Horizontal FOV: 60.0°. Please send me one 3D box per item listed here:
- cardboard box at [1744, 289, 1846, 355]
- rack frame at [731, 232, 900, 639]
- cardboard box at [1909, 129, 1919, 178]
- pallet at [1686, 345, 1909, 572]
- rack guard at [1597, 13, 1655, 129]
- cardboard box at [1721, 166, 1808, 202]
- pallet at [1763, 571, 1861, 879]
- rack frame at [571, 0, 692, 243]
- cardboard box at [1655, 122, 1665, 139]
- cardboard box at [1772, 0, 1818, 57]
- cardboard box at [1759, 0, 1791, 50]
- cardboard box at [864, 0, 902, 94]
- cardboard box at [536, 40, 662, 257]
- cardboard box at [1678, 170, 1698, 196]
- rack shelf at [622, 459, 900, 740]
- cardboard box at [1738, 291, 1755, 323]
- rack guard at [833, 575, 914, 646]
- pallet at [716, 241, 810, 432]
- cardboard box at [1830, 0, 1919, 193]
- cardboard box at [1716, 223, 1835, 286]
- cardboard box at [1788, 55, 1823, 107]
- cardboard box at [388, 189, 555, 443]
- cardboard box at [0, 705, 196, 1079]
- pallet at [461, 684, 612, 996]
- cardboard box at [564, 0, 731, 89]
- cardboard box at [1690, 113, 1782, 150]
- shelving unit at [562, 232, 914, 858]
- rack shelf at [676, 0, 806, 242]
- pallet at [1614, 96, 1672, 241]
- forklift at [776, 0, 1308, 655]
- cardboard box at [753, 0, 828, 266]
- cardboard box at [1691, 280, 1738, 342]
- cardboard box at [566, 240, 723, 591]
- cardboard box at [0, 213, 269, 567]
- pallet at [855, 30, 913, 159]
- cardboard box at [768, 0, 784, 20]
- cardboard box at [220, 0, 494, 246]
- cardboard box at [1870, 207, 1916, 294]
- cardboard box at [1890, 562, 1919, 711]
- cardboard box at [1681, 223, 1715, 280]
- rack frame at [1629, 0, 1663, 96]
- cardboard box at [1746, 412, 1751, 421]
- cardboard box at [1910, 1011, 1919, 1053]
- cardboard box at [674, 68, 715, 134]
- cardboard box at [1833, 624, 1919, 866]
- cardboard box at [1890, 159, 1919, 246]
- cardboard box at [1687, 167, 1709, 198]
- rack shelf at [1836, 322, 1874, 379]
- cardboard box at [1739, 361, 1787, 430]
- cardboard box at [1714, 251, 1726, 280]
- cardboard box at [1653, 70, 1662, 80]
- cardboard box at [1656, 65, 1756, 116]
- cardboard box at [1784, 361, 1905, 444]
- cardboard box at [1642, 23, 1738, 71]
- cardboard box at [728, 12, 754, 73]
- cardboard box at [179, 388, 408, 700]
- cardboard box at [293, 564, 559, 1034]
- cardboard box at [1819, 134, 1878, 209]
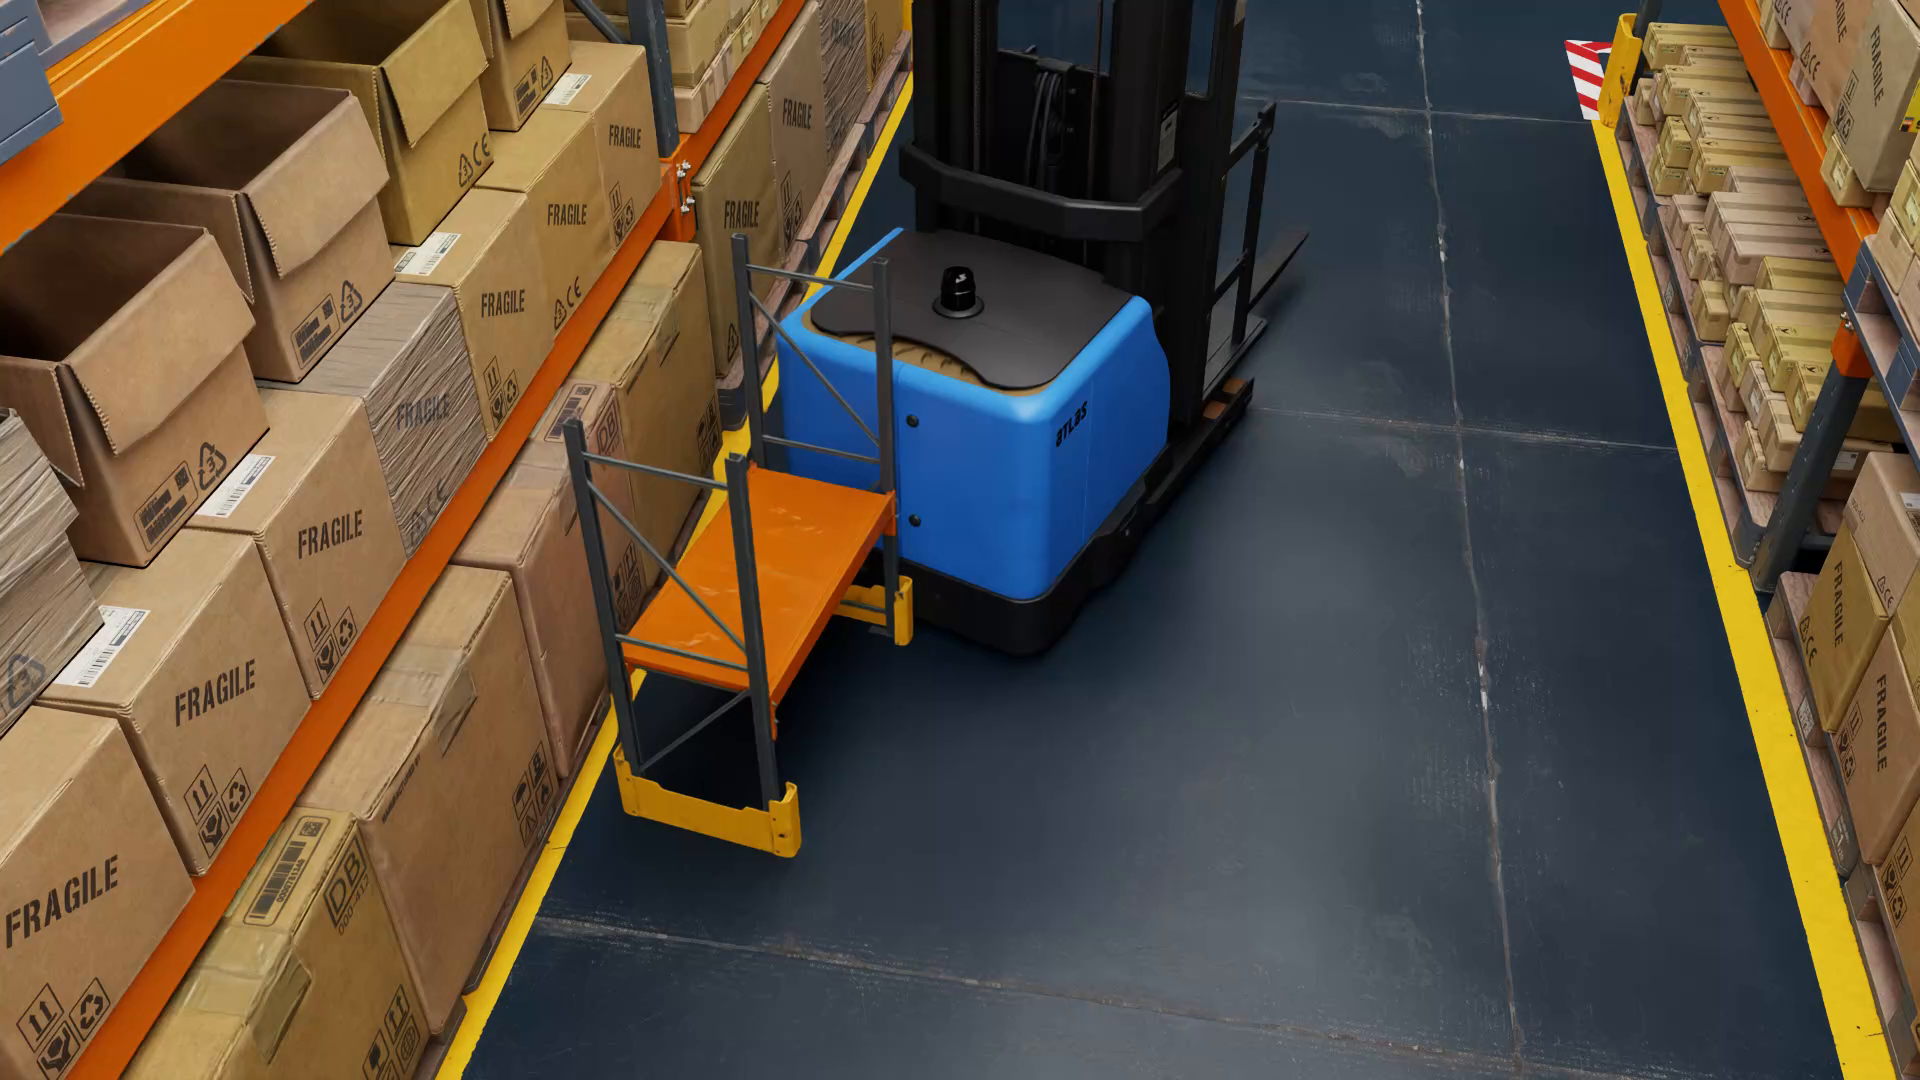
[{"bbox_3d":[3.224,-0.813,6.321,0.380,0.149,0.250,6,40,7],"label":"cardboard box"},{"bbox_3d":[-0.449,-0.290,5.424,0.500,1.500,0.032,12,41,14],"label":"rack frame"},{"bbox_3d":[2.856,-1.045,4.561,0.380,0.149,0.250,8,40,10],"label":"cardboard box"},{"bbox_3d":[3.459,-0.298,6.445,1.003,0.211,1.213,6,40,8],"label":"pallet"},{"bbox_3d":[4.056,-2.447,8.817,1.175,0.500,0.348,6,40,8],"label":"rack guard"},{"bbox_3d":[3.487,-1.462,7.105,0.380,0.149,0.250,6,40,8],"label":"cardboard box"},{"bbox_3d":[3.244,0.616,5.339,1.003,0.211,1.213,6,40,8],"label":"pallet"},{"bbox_3d":[-1.490,-1.558,5.780,1.000,3.000,0.127,6,40,8],"label":"rack frame"},{"bbox_3d":[3.699,-2.054,8.288,0.380,0.149,0.250,6,40,7],"label":"cardboard box"},{"bbox_3d":[3.361,-2.073,6.091,0.500,0.500,0.500,6,40,7],"label":"cardboard box"},{"bbox_3d":[3.396,-2.045,6.566,0.380,0.149,0.250,7,40,9],"label":"cardboard box"},{"bbox_3d":[-0.830,-3.000,8.863,0.875,0.875,0.875,6,40,8],"label":"cardboard box"},{"bbox_3d":[-1.302,-1.273,5.357,0.500,0.500,0.500,7,40,8],"label":"cardboard box"},{"bbox_3d":[3.560,-1.578,7.713,0.380,0.149,0.250,6,40,8],"label":"cardboard box"},{"bbox_3d":[-0.614,0.155,5.168,0.538,0.185,1.000,12,41,14],"label":"rack shelf"},{"bbox_3d":[3.322,-0.846,6.593,0.380,0.149,0.250,7,40,8],"label":"cardboard box"},{"bbox_3d":[-0.449,0.192,5.821,0.587,0.250,0.087,12,41,14],"label":"rack guard"},{"bbox_3d":[-1.282,-0.952,7.235,1.003,0.211,1.213,6,40,8],"label":"pallet"},{"bbox_3d":[3.183,-1.435,5.320,0.500,0.500,0.500,6,40,8],"label":"cardboard box"},{"bbox_3d":[3.301,-1.148,6.725,0.380,0.149,0.250,5,40,6],"label":"cardboard box"},{"bbox_3d":[3.325,-1.723,6.177,0.380,0.149,0.250,5,40,6],"label":"cardboard box"},{"bbox_3d":[-1.478,-0.634,4.584,0.500,0.500,0.500,6,40,7],"label":"cardboard box"},{"bbox_3d":[-1.830,0.639,3.044,0.500,0.500,0.500,8,40,9],"label":"cardboard box"},{"bbox_3d":[-1.758,0.778,5.144,1.003,0.211,1.213,6,40,8],"label":"pallet"},{"bbox_3d":[-1.151,-1.880,6.055,0.500,0.250,0.500,6,40,7],"label":"cardboard box"},{"bbox_3d":[3.527,-1.791,7.503,0.380,0.149,0.250,8,40,9],"label":"cardboard box"},{"bbox_3d":[-0.611,0.011,5.060,0.587,1.500,1.083,12,41,14],"label":"shelving unit"},{"bbox_3d":[-1.144,-2.536,7.527,1.077,0.370,4.000,6,40,8],"label":"rack shelf"},{"bbox_3d":[3.881,-1.829,8.297,1.003,0.211,1.213,6,40,8],"label":"pallet"},{"bbox_3d":[0.552,-1.659,5.957,1.130,2.935,3.031,20,44,23],"label":"forklift"},{"bbox_3d":[-1.141,-1.871,7.497,0.875,0.875,0.875,6,40,8],"label":"cardboard box"},{"bbox_3d":[3.289,-0.944,6.945,0.380,0.149,0.250,6,40,8],"label":"cardboard box"},{"bbox_3d":[-1.581,-0.497,5.835,1.225,0.875,0.875,7,40,8],"label":"cardboard box"},{"bbox_3d":[-1.924,-0.338,3.439,0.797,0.503,0.637,7,40,9],"label":"cardboard box"},{"bbox_3d":[-0.859,-2.483,9.087,1.003,0.211,1.213,6,40,8],"label":"pallet"},{"bbox_3d":[-0.933,-2.266,6.834,0.380,0.149,0.250,6,40,7],"label":"cardboard box"},{"bbox_3d":[-1.723,-1.152,4.423,0.797,0.503,0.637,7,40,8],"label":"cardboard box"},{"bbox_3d":[2.856,-0.816,4.750,0.380,0.149,0.250,5,40,6],"label":"cardboard box"},{"bbox_3d":[2.900,0.334,4.535,0.500,0.250,0.500,7,40,9],"label":"cardboard box"},{"bbox_3d":[3.409,-1.255,7.322,0.380,0.149,0.250,6,40,8],"label":"cardboard box"},{"bbox_3d":[4.070,-3.458,8.078,1.000,3.000,0.127,6,40,8],"label":"rack frame"},{"bbox_3d":[3.237,-0.448,6.346,0.380,0.149,0.250,7,40,9],"label":"cardboard box"},{"bbox_3d":[2.711,1.264,4.000,0.500,0.500,0.500,5,40,6],"label":"cardboard box"},{"bbox_3d":[-1.111,-1.610,6.040,0.380,0.149,0.250,6,40,8],"label":"cardboard box"},{"bbox_3d":[2.898,0.621,4.777,0.500,0.500,0.500,8,40,10],"label":"cardboard box"},{"bbox_3d":[2.856,-0.930,4.656,0.380,0.149,0.250,7,40,8],"label":"cardboard box"},{"bbox_3d":[3.564,-1.680,7.602,0.380,0.149,0.250,5,40,6],"label":"cardboard box"},{"bbox_3d":[3.031,0.585,3.753,1.077,0.370,4.000,6,40,8],"label":"rack shelf"},{"bbox_3d":[3.153,-0.529,6.210,0.380,0.149,0.250,5,40,6],"label":"cardboard box"},{"bbox_3d":[3.413,-1.174,6.990,0.380,0.149,0.250,5,40,6],"label":"cardboard box"},{"bbox_3d":[3.726,-2.335,8.394,0.380,0.149,0.250,8,40,10],"label":"cardboard box"},{"bbox_3d":[3.545,-2.128,7.911,0.380,0.149,0.250,6,40,8],"label":"cardboard box"},{"bbox_3d":[3.183,-0.492,5.932,0.380,0.149,0.250,7,40,9],"label":"cardboard box"},{"bbox_3d":[3.644,-2.459,8.311,0.380,0.149,0.250,5,40,6],"label":"cardboard box"},{"bbox_3d":[-1.021,-1.940,6.440,0.380,0.149,0.250,8,40,9],"label":"cardboard box"},{"bbox_3d":[-1.658,-0.007,3.826,0.500,0.500,0.500,6,40,7],"label":"cardboard box"},{"bbox_3d":[-1.881,0.620,4.484,1.225,0.875,0.875,7,40,8],"label":"cardboard box"},{"bbox_3d":[3.134,-1.229,5.580,0.380,0.149,0.250,5,40,6],"label":"cardboard box"}]
